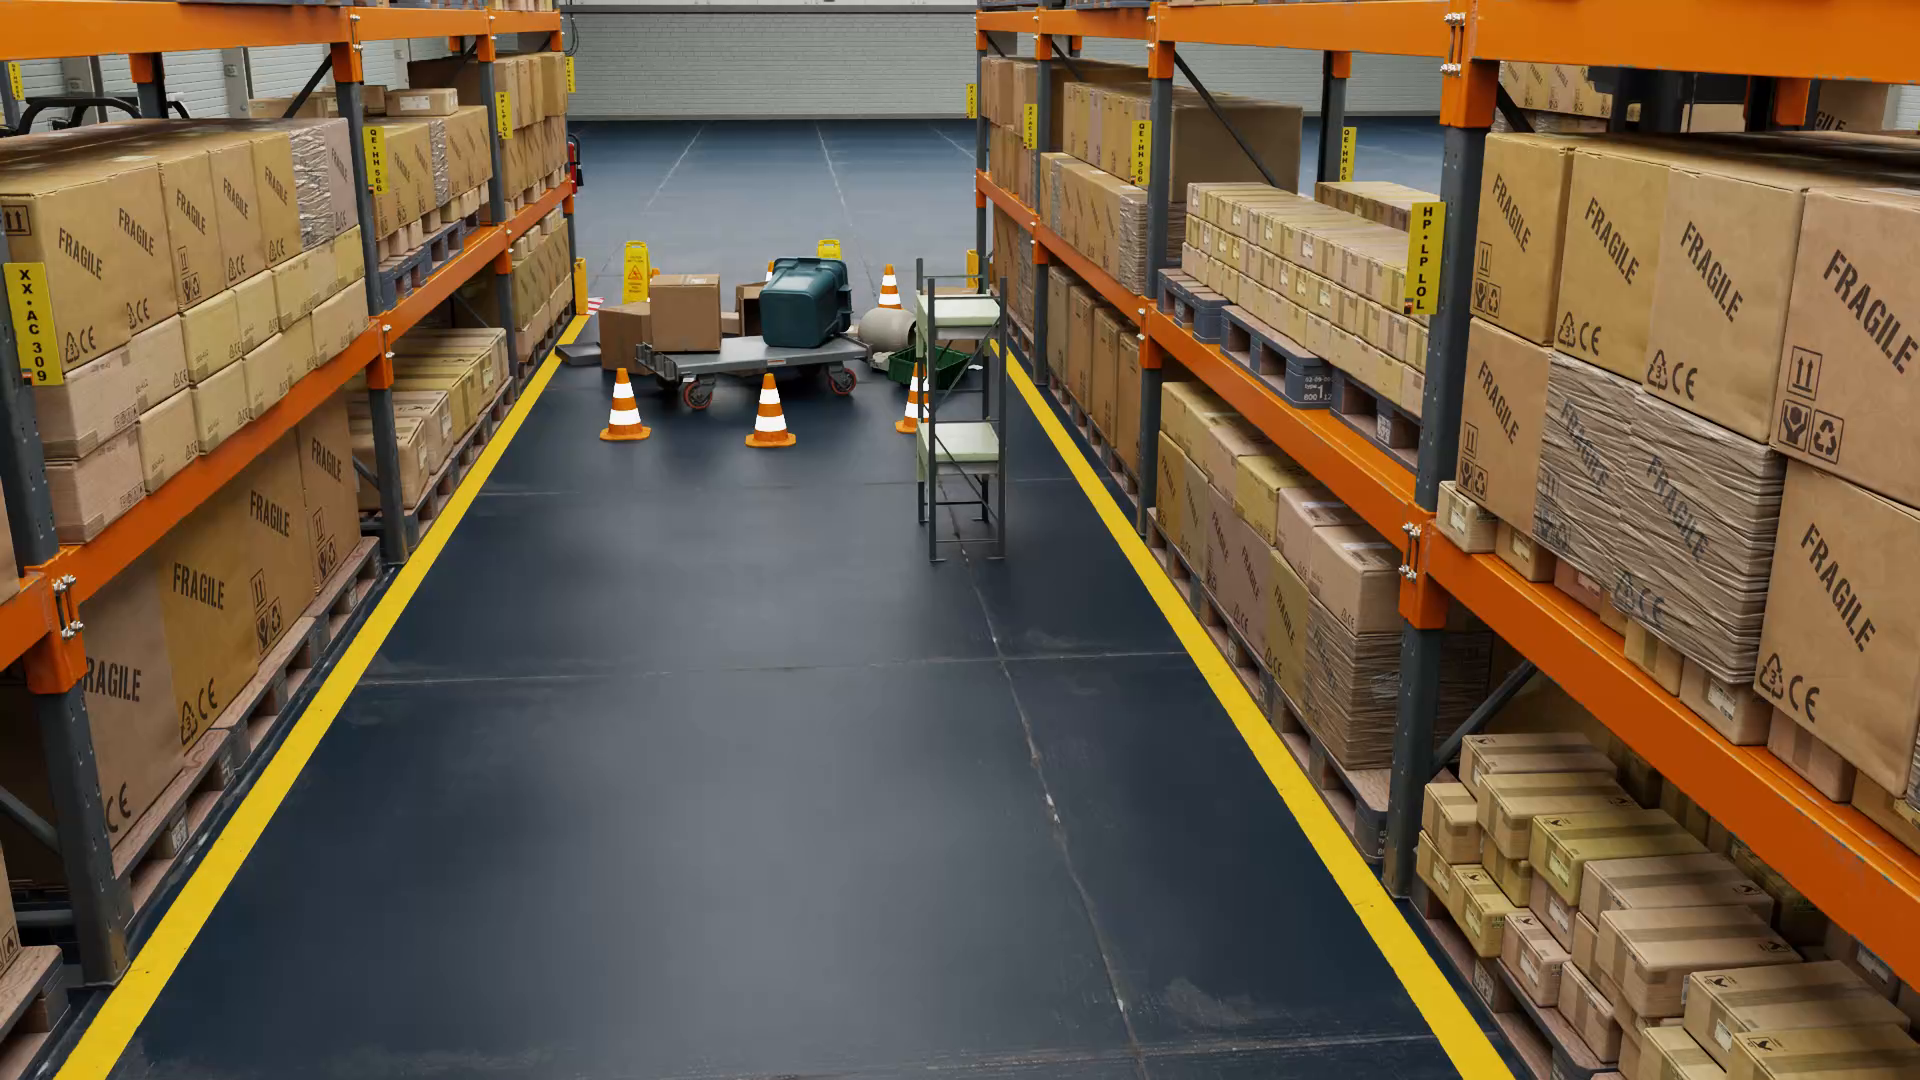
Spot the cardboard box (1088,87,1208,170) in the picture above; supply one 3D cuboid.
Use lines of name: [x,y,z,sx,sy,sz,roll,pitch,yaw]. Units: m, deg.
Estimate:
cardboard box: [1.244,-2.742,11.067,0.700,0.500,0.500,-2,18,-5]

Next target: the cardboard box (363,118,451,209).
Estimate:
cardboard box: [-3.403,-2.287,10.091,0.500,0.500,0.500,-2,18,-8]

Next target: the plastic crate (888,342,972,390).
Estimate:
plastic crate: [-0.241,-1.366,13.118,0.450,0.188,0.662,18,23,19]

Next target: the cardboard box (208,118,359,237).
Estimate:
cardboard box: [-3.107,-1.673,7.661,0.500,0.500,0.500,-2,18,-7]

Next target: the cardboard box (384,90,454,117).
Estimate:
cardboard box: [-3.425,-2.769,10.541,0.380,0.149,0.250,-3,18,-8]

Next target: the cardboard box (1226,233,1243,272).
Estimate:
cardboard box: [1.430,-1.314,7.576,0.380,0.149,0.250,-2,18,-5]

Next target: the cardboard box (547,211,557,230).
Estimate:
cardboard box: [-3.776,-2.820,14.707,0.380,0.149,0.250,-1,17,-5]

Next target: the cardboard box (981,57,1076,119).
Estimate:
cardboard box: [0.667,-4.335,15.926,0.875,0.550,0.550,-2,18,-6]

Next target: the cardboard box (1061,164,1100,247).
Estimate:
cardboard box: [0.968,-2.252,11.176,0.500,0.500,0.500,-2,18,-6]

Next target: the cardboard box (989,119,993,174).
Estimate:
cardboard box: [0.751,-3.823,16.096,0.875,0.550,0.550,-2,18,-6]

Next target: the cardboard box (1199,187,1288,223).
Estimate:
cardboard box: [1.378,-1.618,8.047,0.380,0.149,0.250,-2,18,-7]

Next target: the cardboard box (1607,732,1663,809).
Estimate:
cardboard box: [2.201,0.689,5.041,0.380,0.149,0.250,-1,17,-4]

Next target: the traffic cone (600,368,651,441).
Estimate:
traffic cone: [-2.313,-0.949,11.428,0.336,0.463,0.334,-2,18,-6]

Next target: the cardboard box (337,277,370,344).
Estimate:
cardboard box: [-3.110,-1.080,7.859,0.500,0.250,0.500,-2,18,-8]

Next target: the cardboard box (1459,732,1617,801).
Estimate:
cardboard box: [1.734,0.700,5.006,0.380,0.149,0.250,-1,17,-3]

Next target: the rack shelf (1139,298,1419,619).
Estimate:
rack shelf: [1.699,-0.538,7.084,1.077,0.370,4.000,-2,18,-6]

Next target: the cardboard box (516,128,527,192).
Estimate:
cardboard box: [-3.676,-2.964,12.946,0.500,0.500,0.500,-2,18,-6]

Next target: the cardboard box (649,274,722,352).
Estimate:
cardboard box: [-2.066,-1.718,12.551,0.500,0.500,0.500,-2,18,-6]

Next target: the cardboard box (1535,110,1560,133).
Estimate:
cardboard box: [5.820,-3.713,15.332,0.875,0.500,0.500,-2,18,-6]

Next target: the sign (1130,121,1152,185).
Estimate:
sign: [0.941,-2.011,8.643,0.100,0.325,0.005,-2,18,-6]

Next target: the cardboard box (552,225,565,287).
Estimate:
cardboard box: [-3.847,-2.538,14.890,0.500,0.500,0.500,-1,17,-4]

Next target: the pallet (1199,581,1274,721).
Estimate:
pallet: [1.694,0.449,7.395,1.003,0.211,1.213,-2,18,-6]

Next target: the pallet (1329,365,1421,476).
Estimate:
pallet: [1.971,-0.426,5.846,1.003,0.211,1.213,-2,18,-6]

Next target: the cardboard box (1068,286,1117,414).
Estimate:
cardboard box: [1.329,-1.326,11.448,1.050,0.750,0.750,-2,18,-6]

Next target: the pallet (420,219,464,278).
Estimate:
pallet: [-3.666,-1.791,10.194,1.003,0.211,1.213,-2,18,-6]

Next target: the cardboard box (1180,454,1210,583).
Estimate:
cardboard box: [1.367,-0.116,8.012,0.500,0.500,0.500,-2,17,-5]

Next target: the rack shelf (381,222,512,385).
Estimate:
rack shelf: [-3.627,-1.547,10.297,1.077,0.370,4.000,-2,18,-6]

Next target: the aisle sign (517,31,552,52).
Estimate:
aisle sign: [-3.964,-4.945,15.581,0.394,0.787,0.004,-2,18,-6]

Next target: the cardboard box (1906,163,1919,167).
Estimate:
cardboard box: [2.320,-0.513,3.472,0.500,0.500,0.500,-1,17,-4]

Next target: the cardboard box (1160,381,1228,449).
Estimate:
cardboard box: [1.323,-0.630,8.395,0.500,0.250,0.500,-3,18,-8]

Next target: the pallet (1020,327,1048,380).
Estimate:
pallet: [1.079,-1.567,13.817,1.003,0.211,1.213,-2,18,-6]

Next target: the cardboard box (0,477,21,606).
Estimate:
cardboard box: [-2.706,-0.020,4.065,0.500,0.500,0.500,-2,18,-5]

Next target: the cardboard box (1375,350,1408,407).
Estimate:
cardboard box: [1.640,-0.555,5.657,0.380,0.149,0.250,-2,18,-5]

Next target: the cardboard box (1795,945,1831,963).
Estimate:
cardboard box: [2.313,1.129,4.134,0.380,0.149,0.250,-1,17,-4]

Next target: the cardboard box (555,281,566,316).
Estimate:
cardboard box: [-3.849,-2.179,14.999,0.500,0.250,0.500,-2,18,-5]

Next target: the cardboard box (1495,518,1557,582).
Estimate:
cardboard box: [1.709,0.004,4.577,0.380,0.149,0.250,-1,17,-4]

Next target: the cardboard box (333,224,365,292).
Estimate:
cardboard box: [-3.118,-1.324,7.804,0.500,0.250,0.500,-2,18,-6]

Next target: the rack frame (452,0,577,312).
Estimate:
rack frame: [-4.246,-3.677,15.883,1.000,3.000,0.127,-2,18,-6]

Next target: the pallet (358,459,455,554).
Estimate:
pallet: [-3.500,-0.196,9.450,1.003,0.211,1.213,-2,18,-6]

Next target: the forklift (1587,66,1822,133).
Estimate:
forklift: [4.332,-1.797,10.007,1.130,2.935,3.031,2,18,6]

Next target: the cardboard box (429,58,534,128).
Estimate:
cardboard box: [-3.694,-3.443,12.803,0.700,0.500,0.500,-2,18,-5]

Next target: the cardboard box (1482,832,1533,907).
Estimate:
cardboard box: [1.739,0.923,4.791,0.380,0.149,0.250,-2,18,-5]

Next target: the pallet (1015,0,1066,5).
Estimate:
pallet: [1.006,-4.302,13.011,1.003,0.211,1.213,-2,18,-6]

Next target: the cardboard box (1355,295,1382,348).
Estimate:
cardboard box: [1.616,-0.773,5.852,0.380,0.149,0.250,-1,17,-3]

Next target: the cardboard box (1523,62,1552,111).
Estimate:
cardboard box: [5.494,-4.180,15.150,0.500,0.500,0.500,-2,18,-6]

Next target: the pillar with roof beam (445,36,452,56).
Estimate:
pillar with roof beam: [-8.820,-15.221,42.636,9.100,9.000,0.400,-2,18,-6]

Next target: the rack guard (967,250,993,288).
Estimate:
rack guard: [0.665,-2.675,16.863,1.175,0.500,0.348,-2,18,-6]

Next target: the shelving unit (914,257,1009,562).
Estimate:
shelving unit: [-0.001,-0.718,8.959,0.431,1.500,0.755,-2,18,-6]

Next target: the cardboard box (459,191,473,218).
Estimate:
cardboard box: [-3.404,-2.191,10.866,0.380,0.149,0.250,-2,18,-5]

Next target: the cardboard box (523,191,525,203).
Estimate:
cardboard box: [-3.732,-2.775,13.427,0.380,0.149,0.250,-2,18,-6]

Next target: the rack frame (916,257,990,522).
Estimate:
rack frame: [-0.038,-0.827,9.306,0.400,1.500,0.023,-2,18,-6]

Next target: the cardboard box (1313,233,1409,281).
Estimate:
cardboard box: [1.567,-1.072,6.308,0.380,0.149,0.250,-2,18,-7]

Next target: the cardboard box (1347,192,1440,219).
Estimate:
cardboard box: [2.050,-1.557,7.852,0.380,0.149,0.250,-1,17,-4]

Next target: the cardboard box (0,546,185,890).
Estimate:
cardboard box: [-3.152,0.529,5.331,0.875,0.875,0.875,-1,17,-4]

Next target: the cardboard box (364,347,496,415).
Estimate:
cardboard box: [-3.699,-1.062,11.238,0.950,0.372,0.625,-1,17,-2]

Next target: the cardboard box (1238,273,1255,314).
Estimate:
cardboard box: [1.453,-1.098,7.385,0.380,0.149,0.250,-1,17,-4]

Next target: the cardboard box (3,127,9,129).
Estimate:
cardboard box: [-8.871,-3.432,14.935,0.500,0.500,0.500,-2,18,-7]
